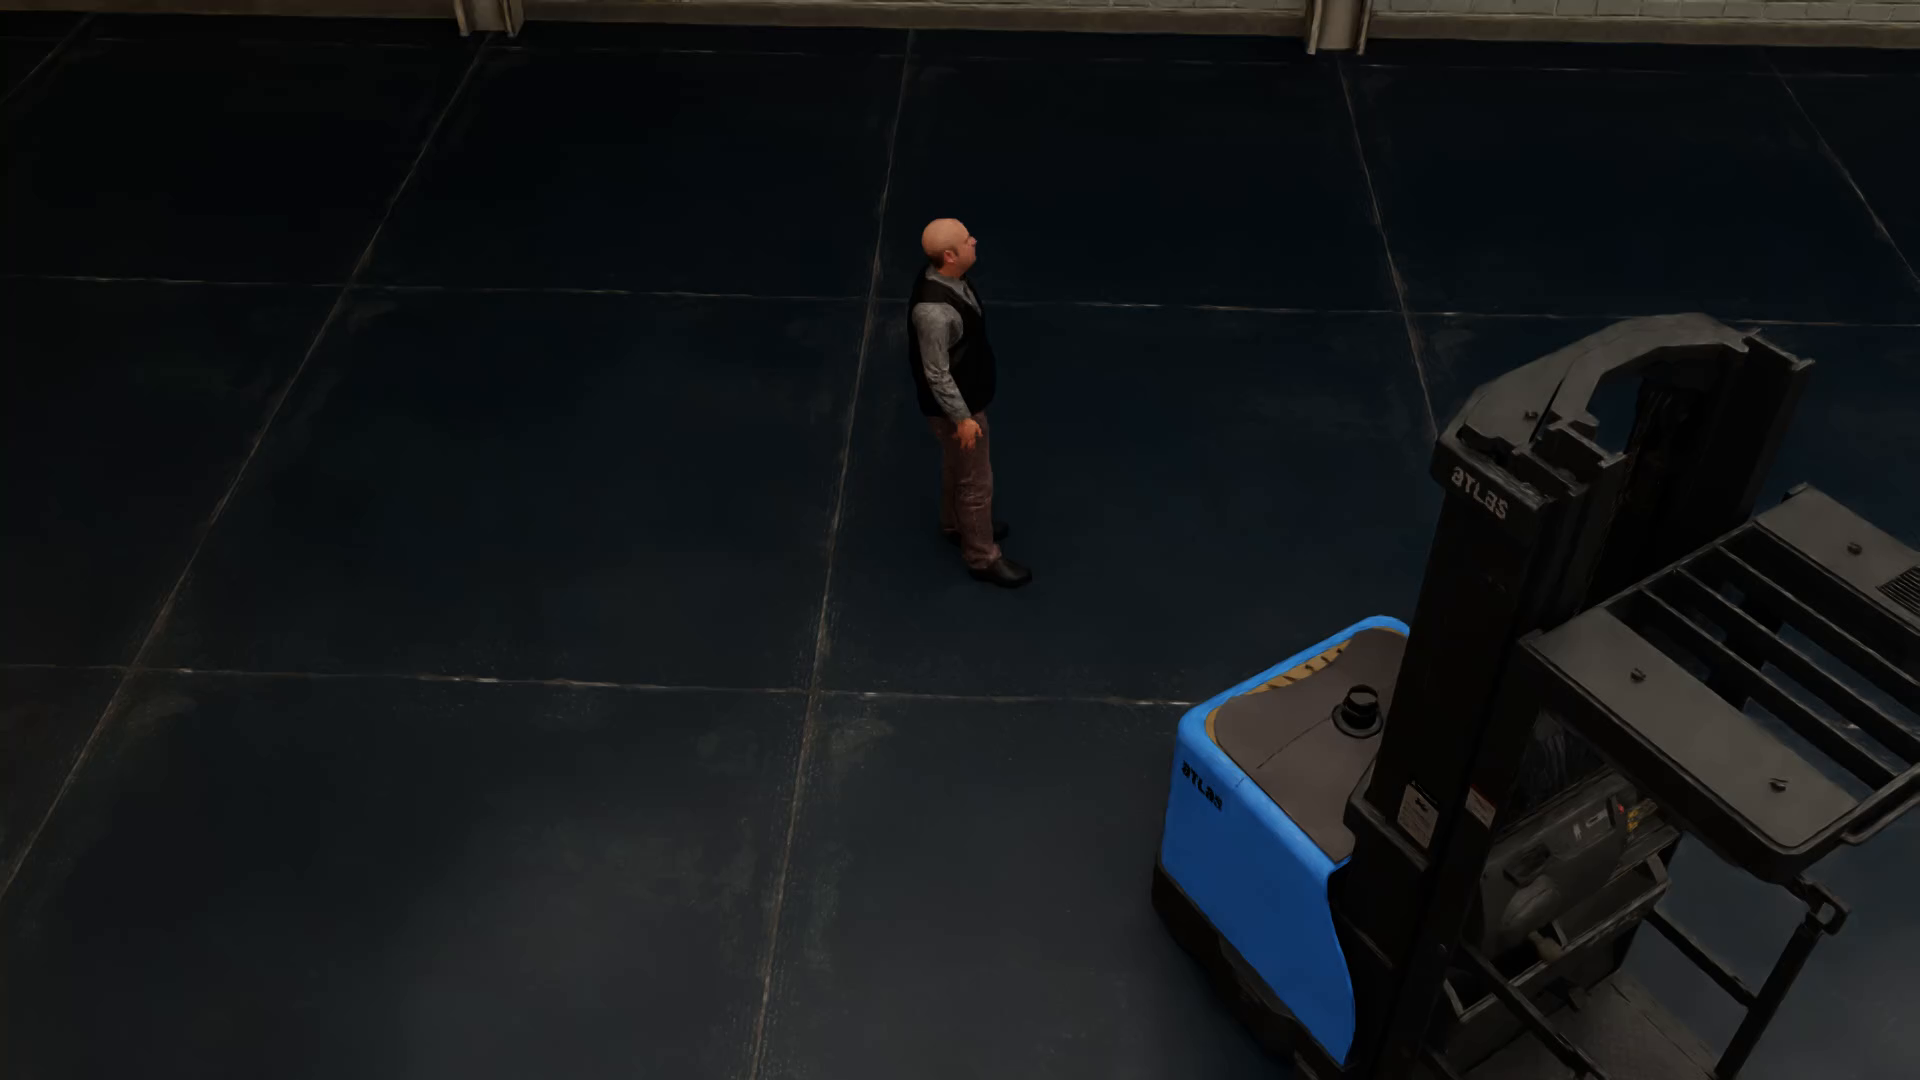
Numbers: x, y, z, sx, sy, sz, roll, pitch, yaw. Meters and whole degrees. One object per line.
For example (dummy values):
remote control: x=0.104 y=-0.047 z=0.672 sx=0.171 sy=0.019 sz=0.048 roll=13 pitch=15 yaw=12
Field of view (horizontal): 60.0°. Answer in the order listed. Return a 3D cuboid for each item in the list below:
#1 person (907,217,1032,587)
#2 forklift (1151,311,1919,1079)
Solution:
person: x=0.062 y=-0.634 z=7.323 sx=0.567 sy=1.720 sz=0.632 roll=2 pitch=42 yaw=2
forklift: x=1.946 y=0.972 z=4.678 sx=1.130 sy=2.935 sz=3.031 roll=-23 pitch=47 yaw=-24
